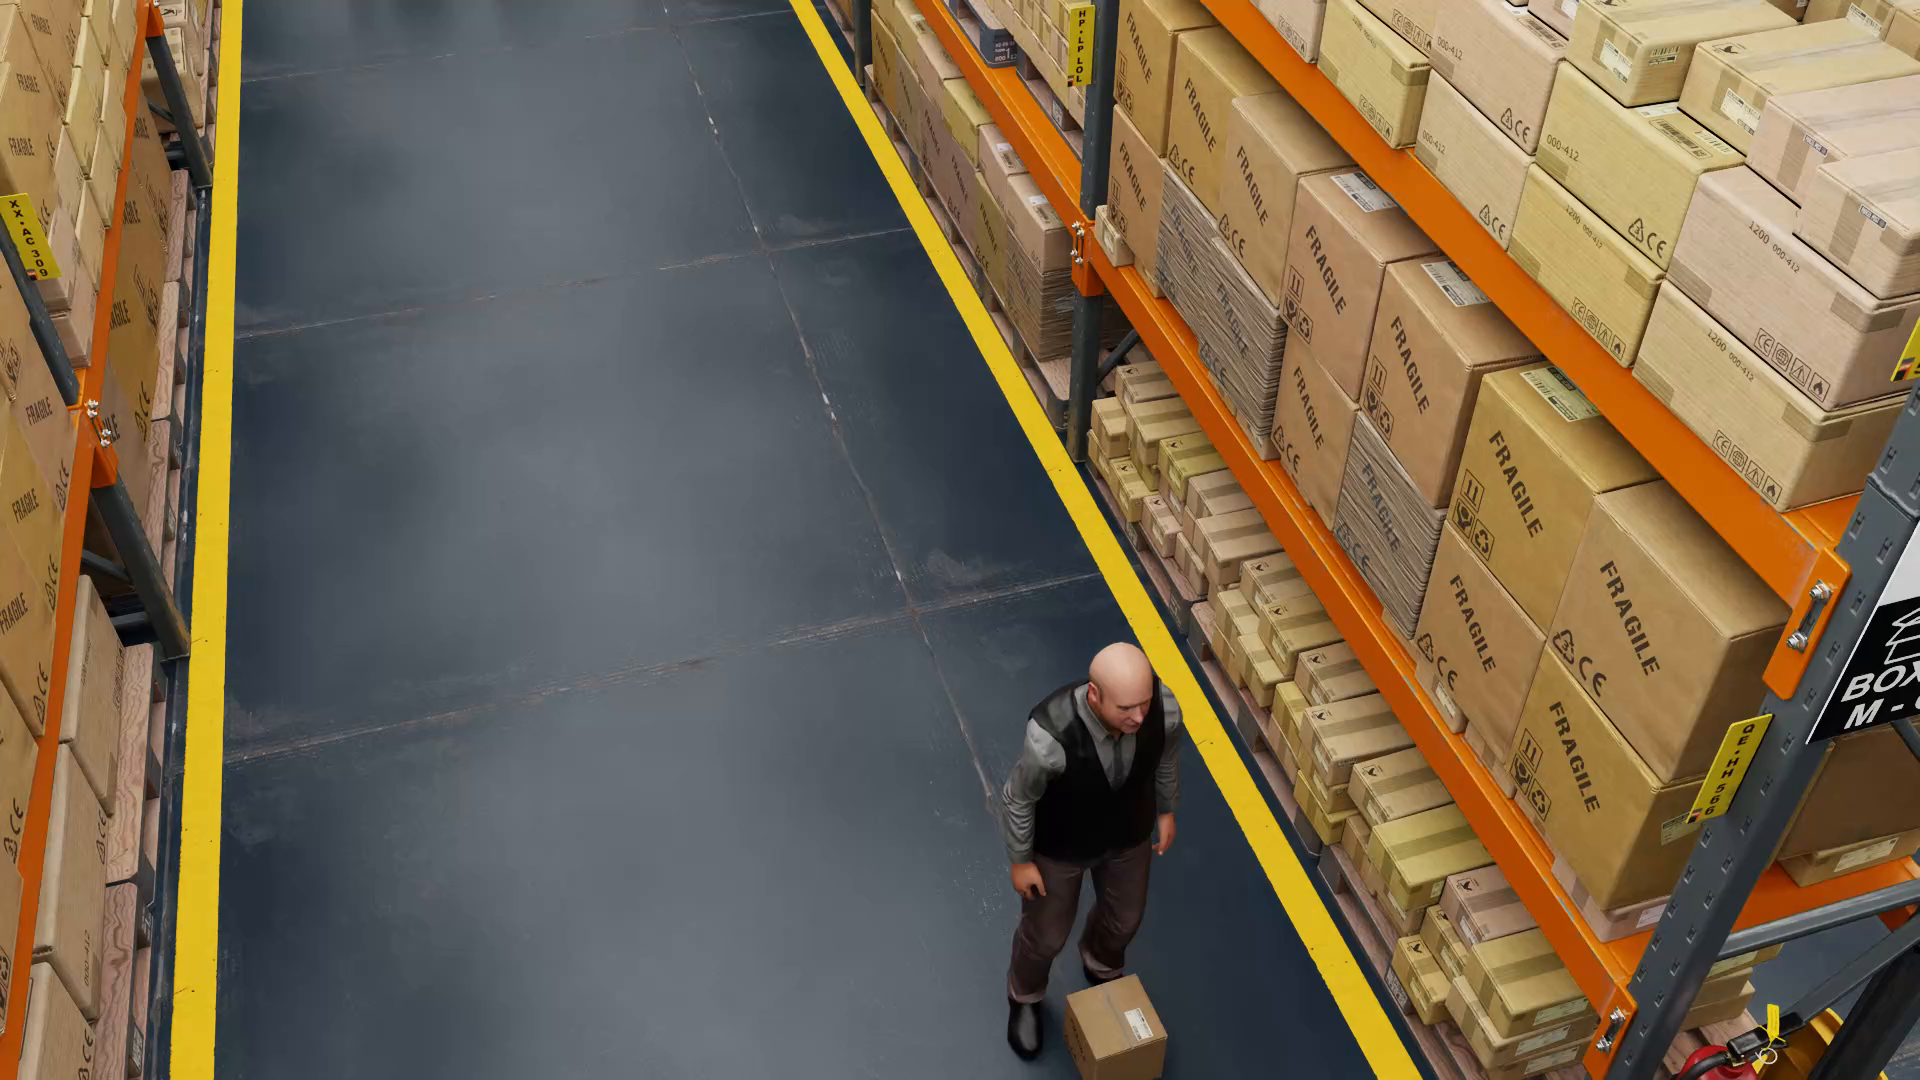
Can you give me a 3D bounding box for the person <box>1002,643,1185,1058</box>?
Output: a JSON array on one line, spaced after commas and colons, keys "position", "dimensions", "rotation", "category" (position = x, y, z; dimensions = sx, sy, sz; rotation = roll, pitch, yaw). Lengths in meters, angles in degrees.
[{"position": [0.399, 0.909, 5.165], "dimensions": [0.594, 1.722, 0.413], "rotation": [-14, 44, -15], "category": "person"}]
